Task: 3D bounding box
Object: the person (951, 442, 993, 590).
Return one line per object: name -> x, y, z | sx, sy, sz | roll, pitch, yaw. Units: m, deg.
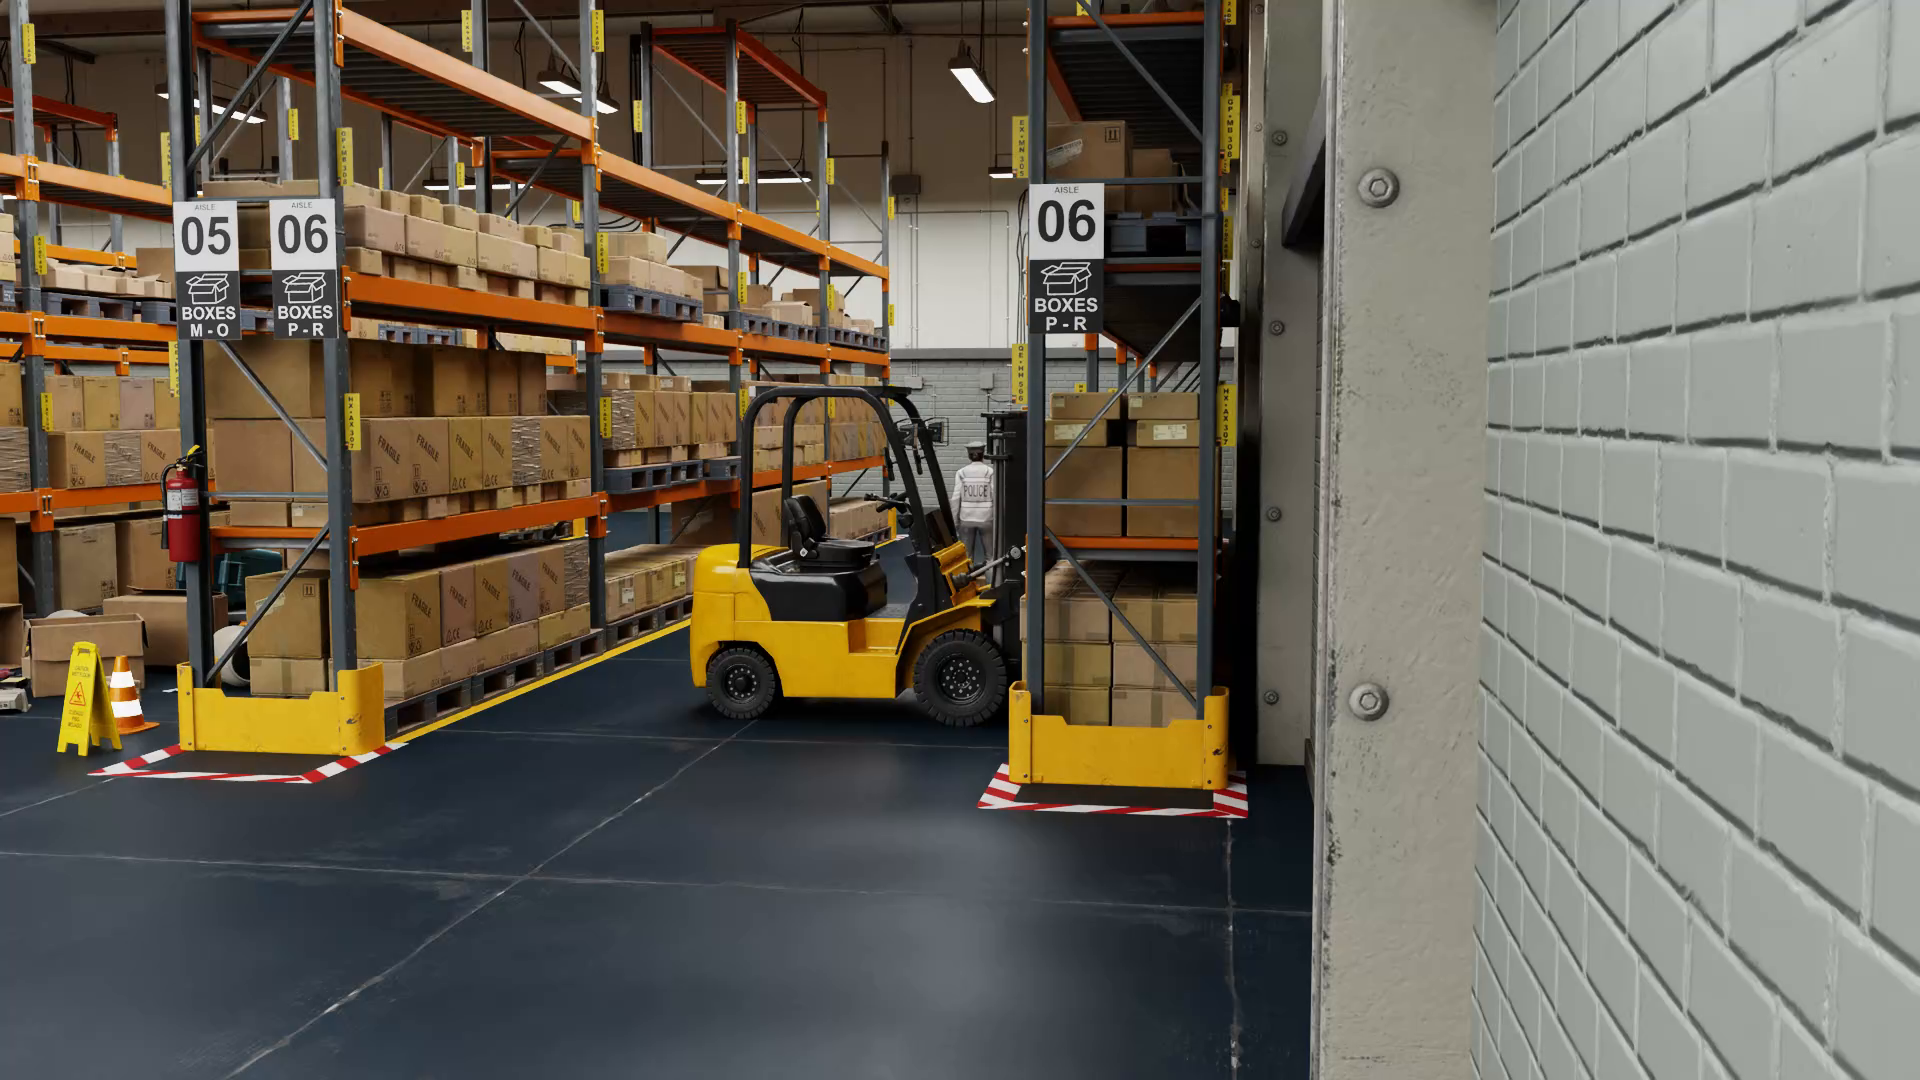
person -> 0.180, -0.171, 17.005 | 0.536, 1.663, 0.379 | 1, 5, 8
